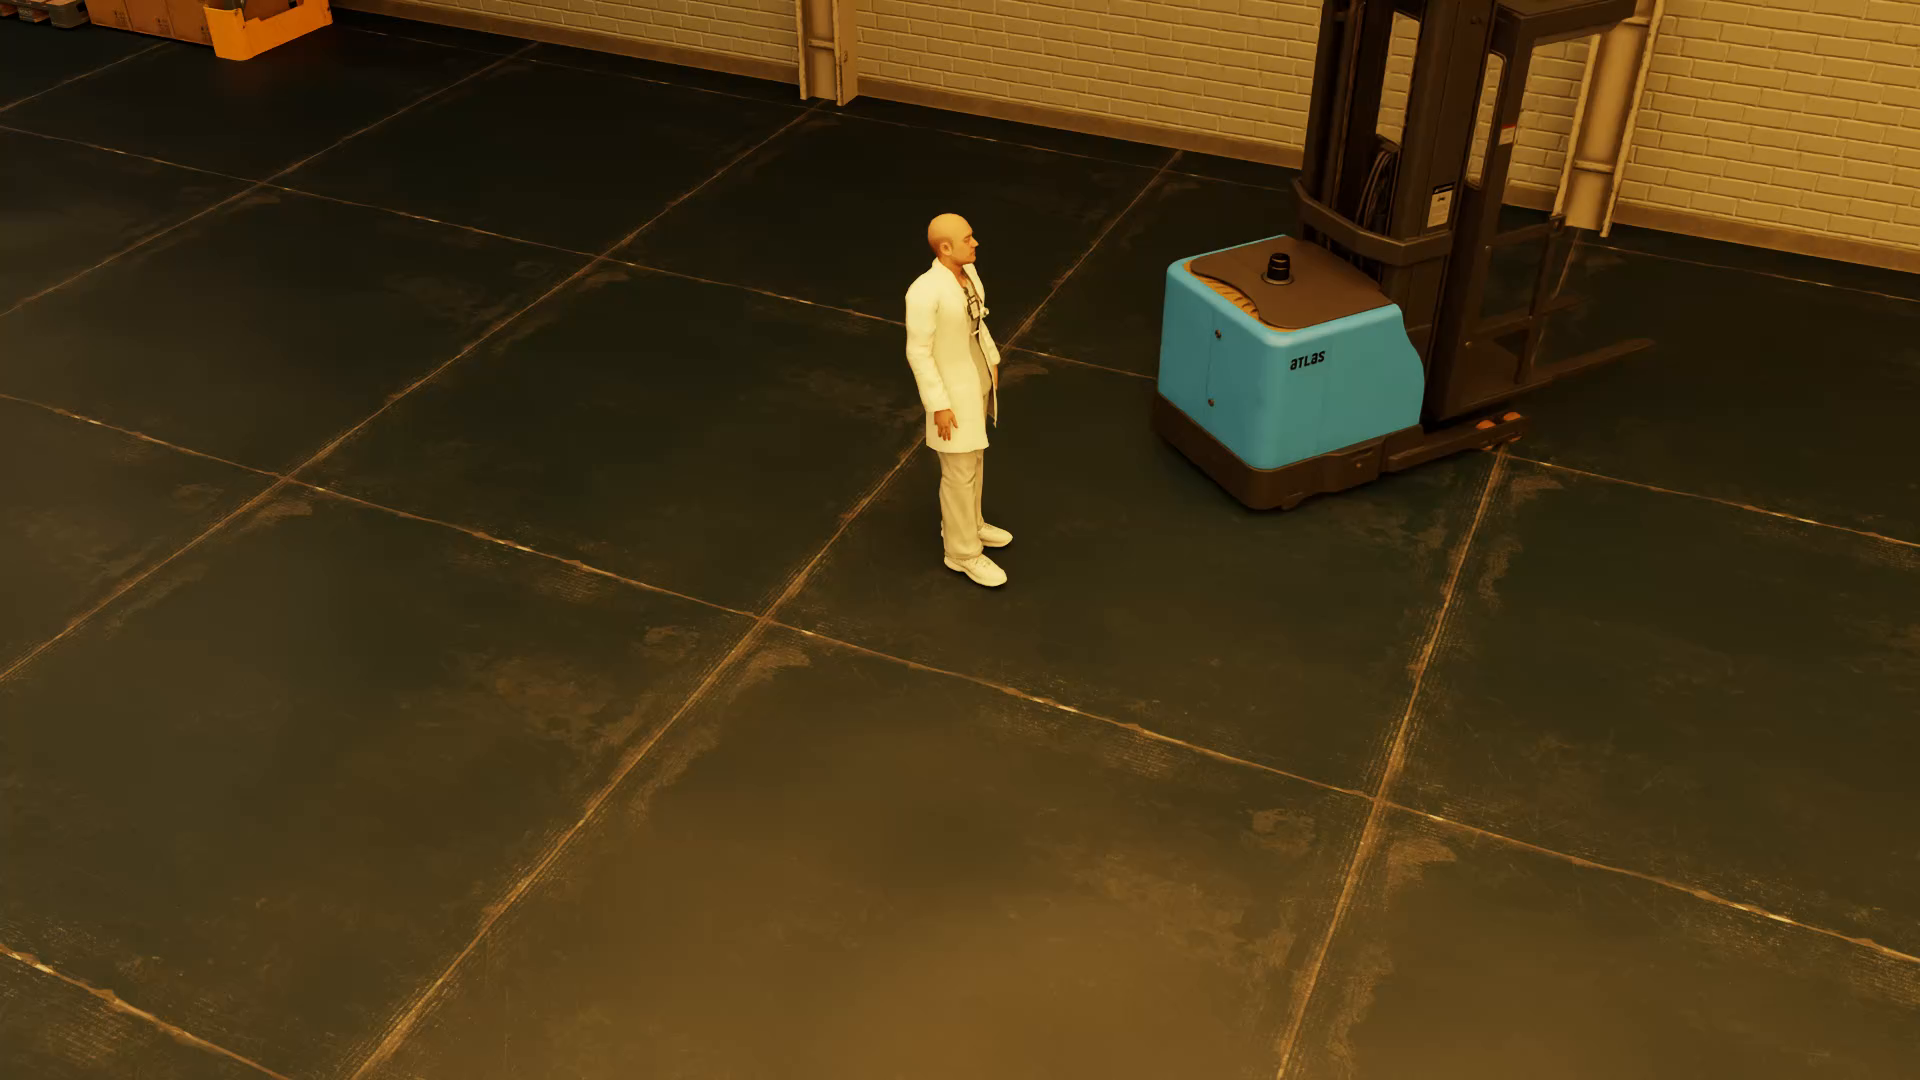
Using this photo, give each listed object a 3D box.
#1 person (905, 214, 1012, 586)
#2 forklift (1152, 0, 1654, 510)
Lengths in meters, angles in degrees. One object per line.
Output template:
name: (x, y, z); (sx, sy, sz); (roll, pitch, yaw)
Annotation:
person: (0.082, -0.706, 8.056); (0.578, 1.778, 0.696); (15, 38, 20)
forklift: (2.632, -1.949, 8.819); (3.031, 2.935, 1.130); (-17, 39, -22)
